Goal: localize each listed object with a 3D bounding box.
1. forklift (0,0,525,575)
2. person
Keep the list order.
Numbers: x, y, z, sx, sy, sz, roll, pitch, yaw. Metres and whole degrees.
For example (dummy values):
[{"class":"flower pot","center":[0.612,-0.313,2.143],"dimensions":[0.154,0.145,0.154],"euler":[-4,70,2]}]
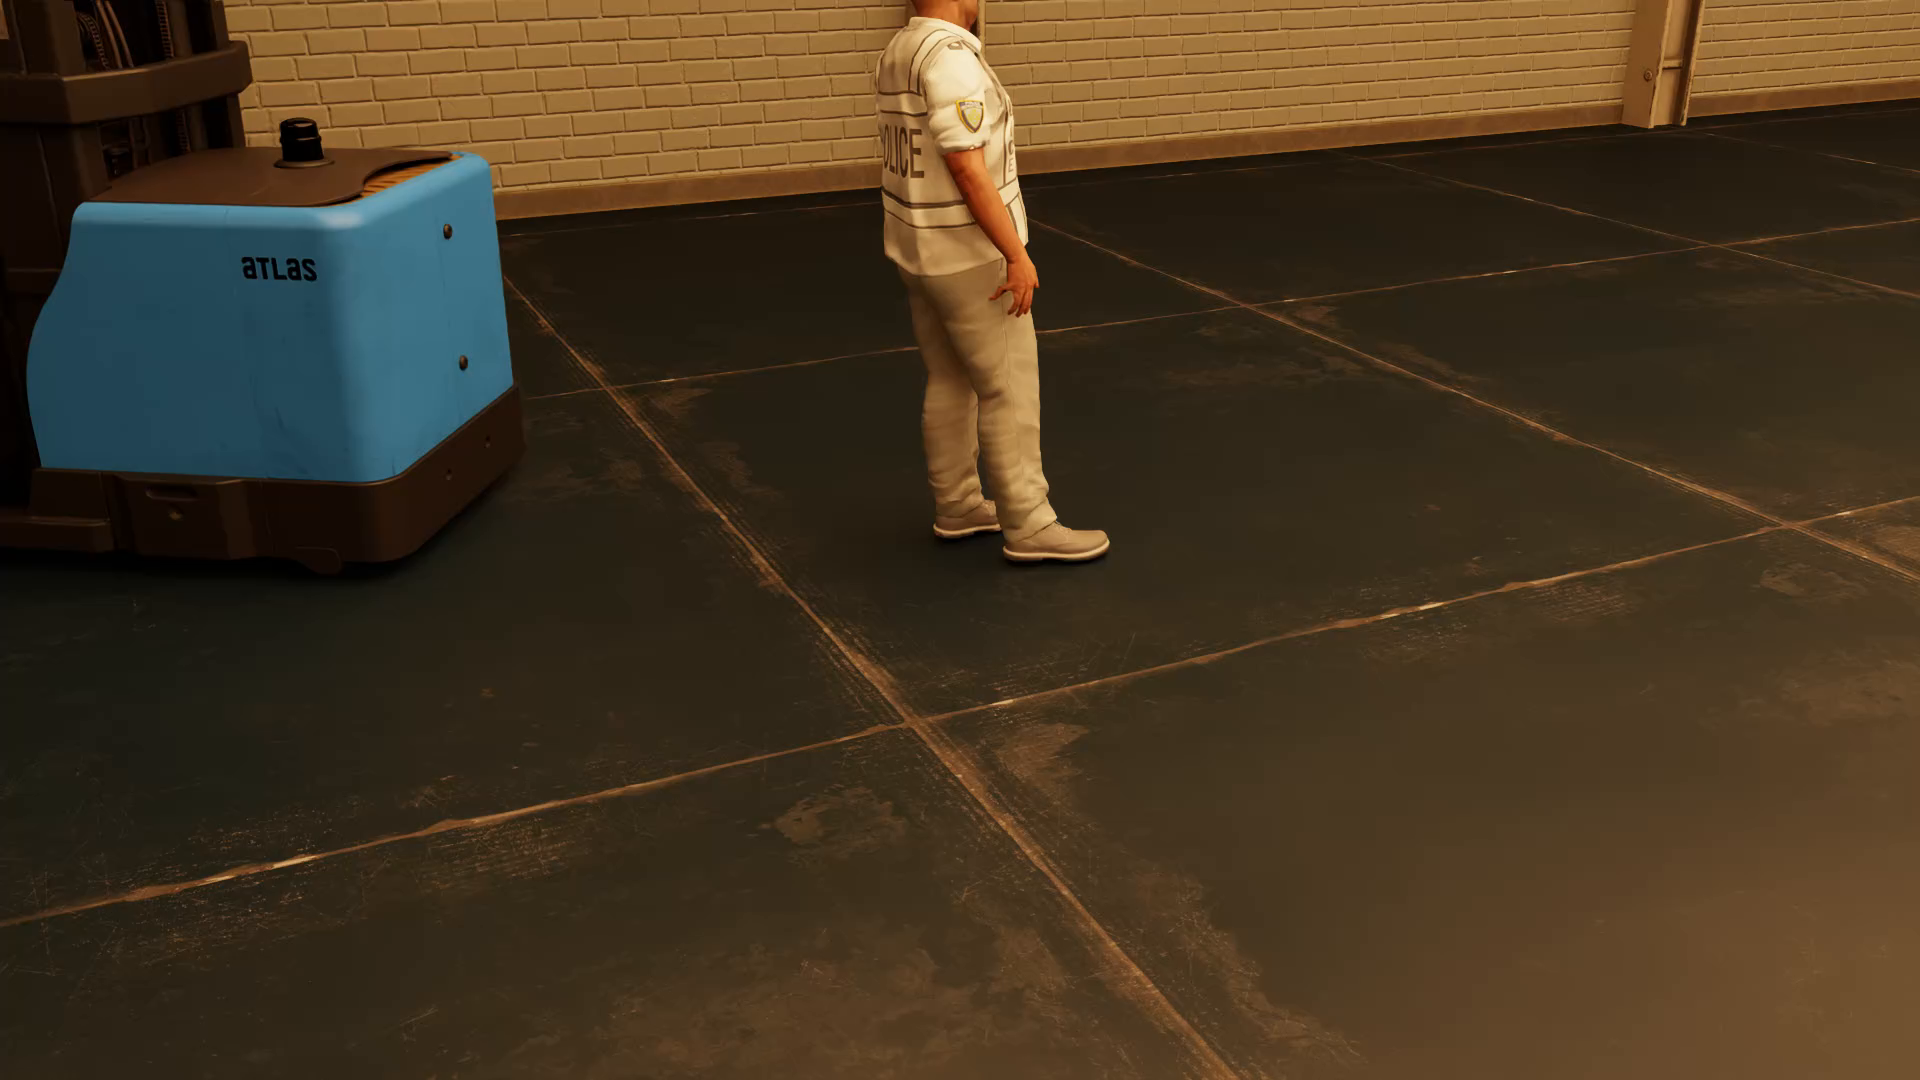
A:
[{"class":"forklift","center":[-3.030,-1.492,4.877],"dimensions":[3.031,2.935,1.130],"euler":[3,23,7]},{"class":"person","center":[0.076,-0.839,4.783],"dimensions":[0.574,1.780,0.641],"euler":[-10,25,-23]}]
